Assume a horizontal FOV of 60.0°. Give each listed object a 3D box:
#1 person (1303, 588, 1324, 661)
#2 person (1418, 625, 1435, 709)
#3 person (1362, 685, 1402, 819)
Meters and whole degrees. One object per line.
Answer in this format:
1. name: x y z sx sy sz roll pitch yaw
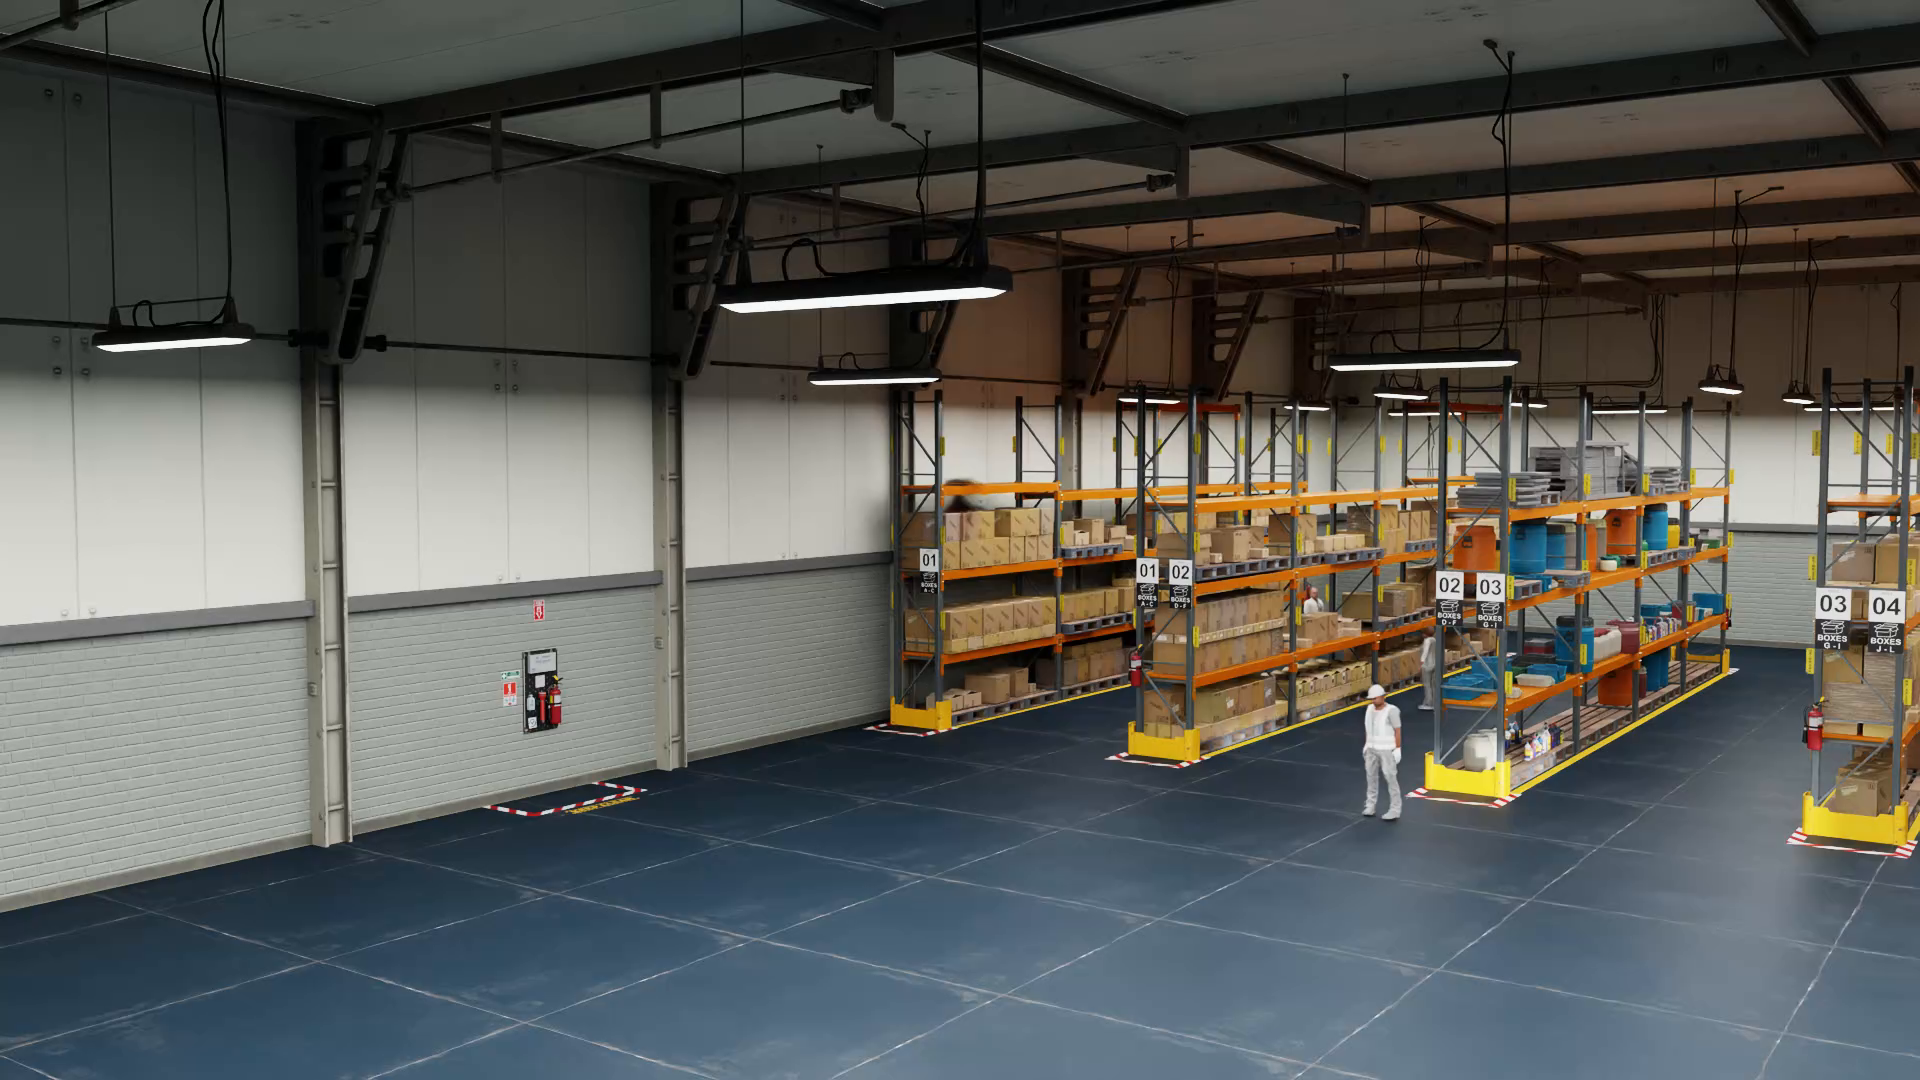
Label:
1. person: 8.090 1.986 37.888 0.648 1.801 0.447 -2 4 -35
2. person: 8.865 2.426 31.528 0.344 1.594 0.420 3 4 40
3. person: 5.686 2.840 22.484 0.419 1.778 0.640 -2 4 -34
